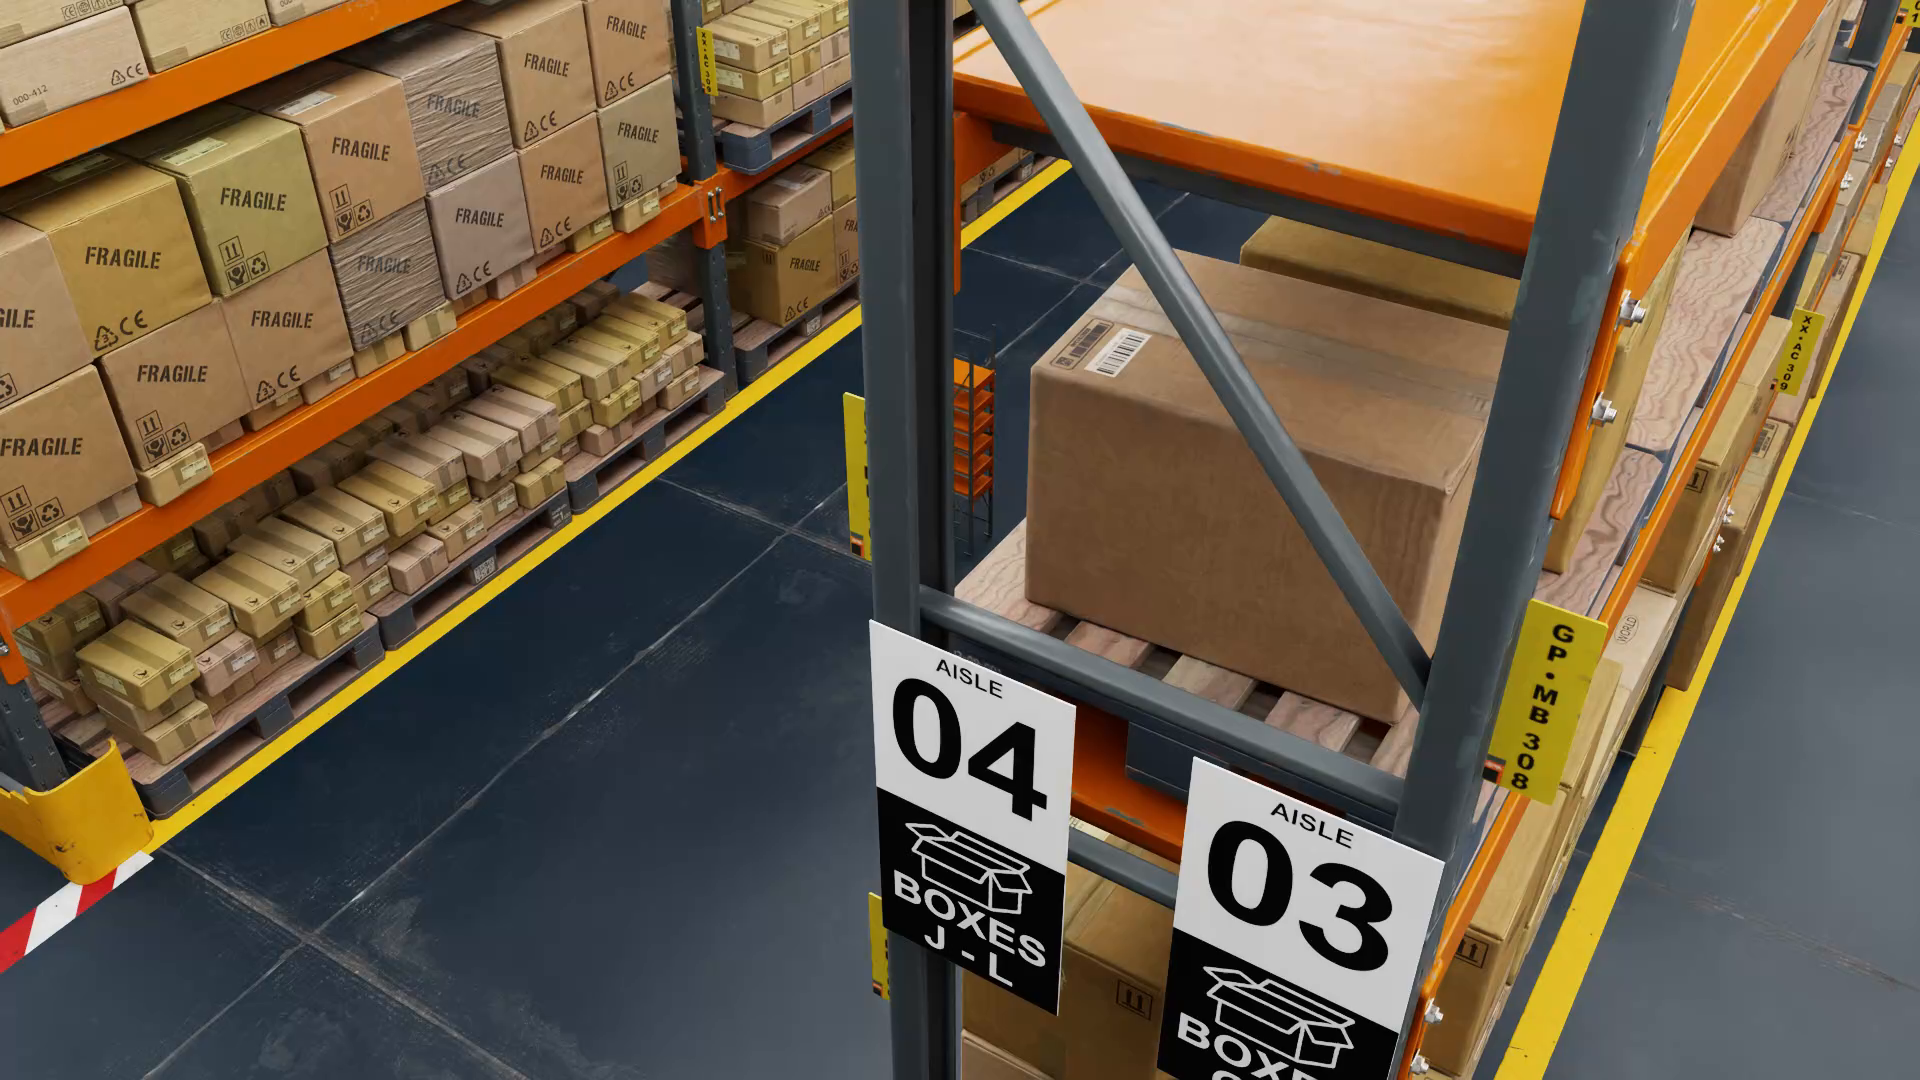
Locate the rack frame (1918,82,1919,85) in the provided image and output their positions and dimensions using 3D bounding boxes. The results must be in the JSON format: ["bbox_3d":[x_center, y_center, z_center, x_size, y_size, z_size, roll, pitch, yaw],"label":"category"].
[{"bbox_3d":[6.736,-4.585,11.680,1.000,3.000,0.127,21,42,25],"label":"rack frame"}]

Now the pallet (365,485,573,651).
[{"bbox_3d":[-2.666,-0.042,8.071,1.003,0.211,1.213,21,42,25],"label":"pallet"}]

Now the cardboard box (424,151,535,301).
[{"bbox_3d":[-2.251,-1.428,7.259,0.500,0.500,0.500,21,42,25],"label":"cardboard box"}]

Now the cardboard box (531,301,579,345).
[{"bbox_3d":[-2.241,-1.176,8.762,0.380,0.149,0.250,23,43,27],"label":"cardboard box"}]

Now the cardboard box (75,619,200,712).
[{"bbox_3d":[-3.259,0.495,6.595,0.380,0.149,0.250,19,42,23],"label":"cardboard box"}]

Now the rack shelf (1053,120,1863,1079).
[{"bbox_3d":[1.379,-0.333,4.297,1.077,0.370,4.000,21,42,25],"label":"rack shelf"}]

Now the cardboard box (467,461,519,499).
[{"bbox_3d":[-2.345,-0.370,7.960,0.380,0.149,0.250,19,42,23],"label":"cardboard box"}]

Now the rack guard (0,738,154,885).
[{"bbox_3d":[-3.786,0.877,6.642,1.175,0.500,0.348,21,42,25],"label":"rack guard"}]

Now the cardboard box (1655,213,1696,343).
[{"bbox_3d":[1.180,-0.651,3.613,0.700,0.500,0.500,18,41,22],"label":"cardboard box"}]

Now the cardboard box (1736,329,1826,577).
[{"bbox_3d":[3.254,-0.583,7.886,1.225,0.875,0.875,20,42,24],"label":"cardboard box"}]

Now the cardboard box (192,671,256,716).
[{"bbox_3d":[-3.204,0.562,6.994,0.380,0.149,0.250,21,42,25],"label":"cardboard box"}]

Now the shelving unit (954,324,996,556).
[{"bbox_3d":[0.008,-0.483,7.833,0.258,1.200,0.189,21,42,25],"label":"shelving unit"}]

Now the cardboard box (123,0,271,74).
[{"bbox_3d":[-2.819,-1.890,5.850,0.500,0.250,0.500,20,42,24],"label":"cardboard box"}]

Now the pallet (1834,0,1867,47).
[{"bbox_3d":[2.900,-2.062,6.107,0.805,0.209,1.217,19,42,23],"label":"pallet"}]

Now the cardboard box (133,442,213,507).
[{"bbox_3d":[-3.085,-0.300,6.327,0.380,0.149,0.250,20,42,24],"label":"cardboard box"}]

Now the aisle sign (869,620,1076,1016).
[{"bbox_3d":[0.016,0.510,2.941,0.394,0.787,0.004,21,42,25],"label":"aisle sign"}]

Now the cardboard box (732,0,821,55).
[{"bbox_3d":[-0.940,-2.636,8.527,0.380,0.149,0.250,22,43,26],"label":"cardboard box"}]

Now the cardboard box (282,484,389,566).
[{"bbox_3d":[-2.750,-0.070,7.327,0.380,0.149,0.250,23,43,27],"label":"cardboard box"}]

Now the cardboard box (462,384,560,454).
[{"bbox_3d":[-2.157,-0.586,7.997,0.380,0.149,0.250,19,42,23],"label":"cardboard box"}]

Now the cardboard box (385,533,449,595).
[{"bbox_3d":[-2.585,0.073,7.629,0.380,0.149,0.250,19,42,23],"label":"cardboard box"}]

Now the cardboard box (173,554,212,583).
[{"bbox_3d":[-3.508,0.138,7.302,0.380,0.149,0.250,19,42,23],"label":"cardboard box"}]

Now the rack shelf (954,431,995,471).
[{"bbox_3d":[0.008,-0.447,7.860,0.258,0.103,0.180,21,42,25],"label":"rack shelf"}]

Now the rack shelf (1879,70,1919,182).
[{"bbox_3d":[5.665,-3.269,10.563,1.077,0.370,4.000,21,42,25],"label":"rack shelf"}]

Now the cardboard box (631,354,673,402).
[{"bbox_3d":[-1.718,-0.881,8.622,0.380,0.149,0.250,19,42,23],"label":"cardboard box"}]

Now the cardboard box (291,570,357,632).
[{"bbox_3d":[-2.849,0.211,7.207,0.380,0.149,0.250,23,43,26],"label":"cardboard box"}]

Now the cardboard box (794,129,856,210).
[{"bbox_3d":[-0.781,-2.179,9.648,0.500,0.250,0.500,22,43,26],"label":"cardboard box"}]

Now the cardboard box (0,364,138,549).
[{"bbox_3d":[-3.353,-0.372,5.890,0.500,0.500,0.500,23,43,27],"label":"cardboard box"}]

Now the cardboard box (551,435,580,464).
[{"bbox_3d":[-2.147,-0.499,8.371,0.380,0.149,0.250,20,42,24],"label":"cardboard box"}]

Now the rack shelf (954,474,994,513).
[{"bbox_3d":[0.008,-0.257,8.006,0.258,0.103,0.180,21,42,25],"label":"rack shelf"}]

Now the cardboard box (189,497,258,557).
[{"bbox_3d":[-3.350,-0.101,7.367,0.380,0.149,0.250,19,42,23],"label":"cardboard box"}]

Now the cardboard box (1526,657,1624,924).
[{"bbox_3d":[1.333,0.560,4.272,0.500,0.500,0.500,20,42,24],"label":"cardboard box"}]

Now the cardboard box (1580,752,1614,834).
[{"bbox_3d":[1.738,0.696,5.035,0.380,0.149,0.250,22,43,26],"label":"cardboard box"}]

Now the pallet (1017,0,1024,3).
[{"bbox_3d":[0.168,-3.719,10.715,1.213,0.211,1.003,21,42,25],"label":"pallet"}]

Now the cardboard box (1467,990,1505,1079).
[{"bbox_3d":[1.188,1.226,4.348,0.380,0.149,0.250,21,42,24],"label":"cardboard box"}]

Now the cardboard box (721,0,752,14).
[{"bbox_3d":[-1.350,-2.980,8.973,0.380,0.149,0.250,20,42,24],"label":"cardboard box"}]

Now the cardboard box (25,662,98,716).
[{"bbox_3d":[-3.721,0.550,7.011,0.380,0.149,0.250,22,43,26],"label":"cardboard box"}]

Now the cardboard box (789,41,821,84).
[{"bbox_3d":[-0.947,-2.507,8.603,0.380,0.149,0.250,20,42,24],"label":"cardboard box"}]

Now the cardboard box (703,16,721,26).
[{"bbox_3d":[-1.497,-2.726,8.887,0.380,0.149,0.250,21,43,25],"label":"cardboard box"}]

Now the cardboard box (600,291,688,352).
[{"bbox_3d":[-1.654,-1.140,8.715,0.380,0.149,0.250,22,43,26],"label":"cardboard box"}]

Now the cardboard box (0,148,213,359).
[{"bbox_3d":[-3.097,-1.034,5.929,0.500,0.500,0.500,22,43,26],"label":"cardboard box"}]

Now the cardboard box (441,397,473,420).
[{"bbox_3d":[-2.622,-0.639,8.309,0.380,0.149,0.250,23,43,27],"label":"cardboard box"}]

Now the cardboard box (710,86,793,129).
[{"bbox_3d":[-1.084,-2.255,8.520,0.380,0.149,0.250,19,42,23],"label":"cardboard box"}]

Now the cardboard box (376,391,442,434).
[{"bbox_3d":[-2.737,-0.616,8.035,0.380,0.149,0.250,19,42,23],"label":"cardboard box"}]

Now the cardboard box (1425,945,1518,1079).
[{"bbox_3d":[1.065,1.113,4.168,0.500,0.250,0.500,21,42,25],"label":"cardboard box"}]

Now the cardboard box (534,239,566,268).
[{"bbox_3d":[-2.075,-1.415,7.774,0.380,0.149,0.250,20,42,24],"label":"cardboard box"}]

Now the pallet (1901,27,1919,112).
[{"bbox_3d":[4.885,-2.849,9.586,1.213,0.211,1.003,21,42,25],"label":"pallet"}]

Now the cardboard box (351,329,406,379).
[{"bbox_3d":[-2.583,-0.855,7.047,0.380,0.149,0.250,23,43,27],"label":"cardboard box"}]

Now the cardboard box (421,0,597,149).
[{"bbox_3d":[-1.979,-2.090,7.299,0.500,0.500,0.500,20,42,24],"label":"cardboard box"}]

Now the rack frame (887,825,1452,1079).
[{"bbox_3d":[0.307,1.601,3.656,1.000,3.000,0.127,21,42,25],"label":"rack frame"}]

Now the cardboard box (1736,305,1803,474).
[{"bbox_3d":[2.908,-0.656,6.502,0.500,0.500,0.500,21,42,25],"label":"cardboard box"}]

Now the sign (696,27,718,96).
[{"bbox_3d":[-1.221,-2.305,8.013,0.100,0.325,0.005,21,42,25],"label":"sign"}]

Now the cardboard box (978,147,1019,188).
[{"bbox_3d":[0.046,-2.683,10.916,0.500,0.500,0.500,23,43,27],"label":"cardboard box"}]

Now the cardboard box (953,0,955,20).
[{"bbox_3d":[-0.251,-3.059,9.562,0.380,0.149,0.250,19,42,23],"label":"cardboard box"}]

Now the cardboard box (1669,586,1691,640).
[{"bbox_3d":[2.288,0.168,5.721,0.380,0.149,0.250,20,42,24],"label":"cardboard box"}]

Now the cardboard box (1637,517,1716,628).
[{"bbox_3d":[2.160,0.062,5.532,0.500,0.250,0.500,22,43,26],"label":"cardboard box"}]

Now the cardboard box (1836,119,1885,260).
[{"bbox_3d":[3.991,-1.703,7.860,0.500,0.500,0.500,20,42,24],"label":"cardboard box"}]
